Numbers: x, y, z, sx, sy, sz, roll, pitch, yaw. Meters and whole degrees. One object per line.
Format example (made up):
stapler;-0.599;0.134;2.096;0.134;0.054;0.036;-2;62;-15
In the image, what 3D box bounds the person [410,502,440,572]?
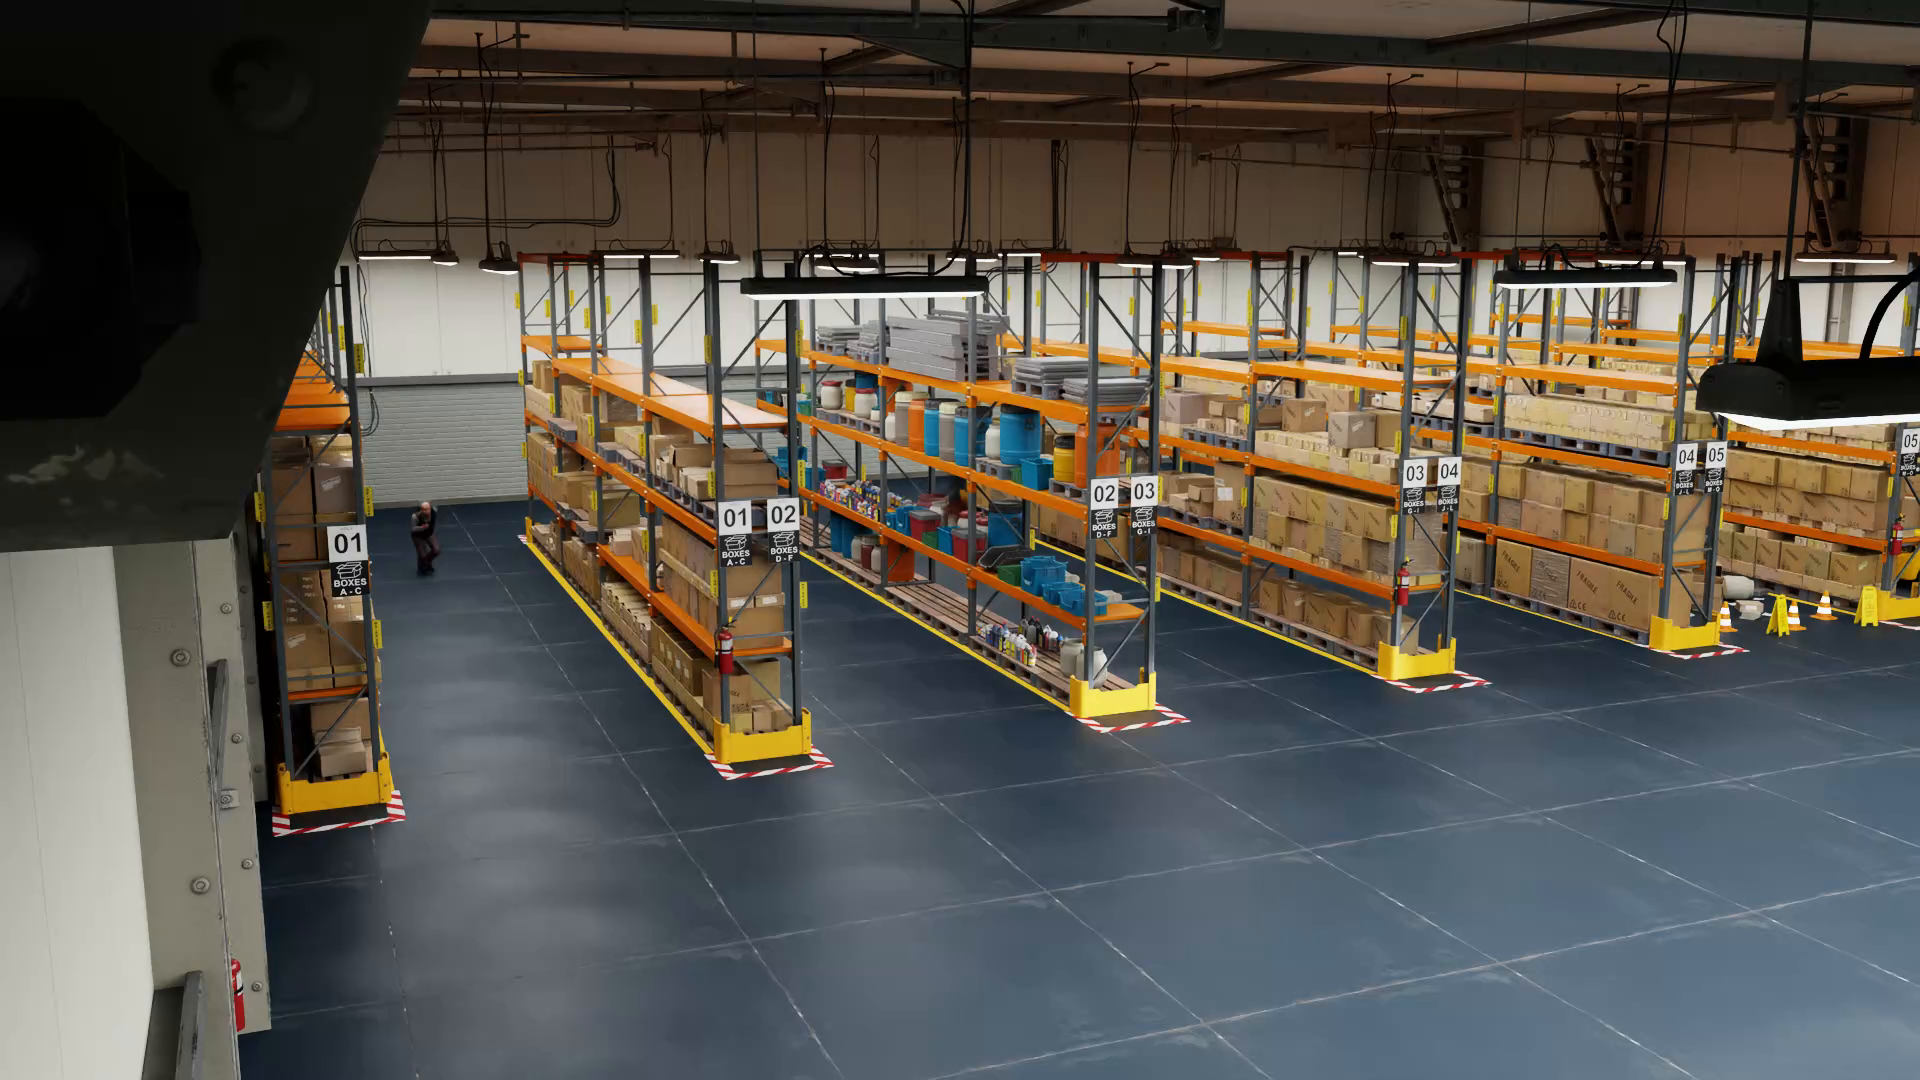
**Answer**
person;-10.065;-0.057;31.296;0.659;1.438;0.989;-9;14;-40
